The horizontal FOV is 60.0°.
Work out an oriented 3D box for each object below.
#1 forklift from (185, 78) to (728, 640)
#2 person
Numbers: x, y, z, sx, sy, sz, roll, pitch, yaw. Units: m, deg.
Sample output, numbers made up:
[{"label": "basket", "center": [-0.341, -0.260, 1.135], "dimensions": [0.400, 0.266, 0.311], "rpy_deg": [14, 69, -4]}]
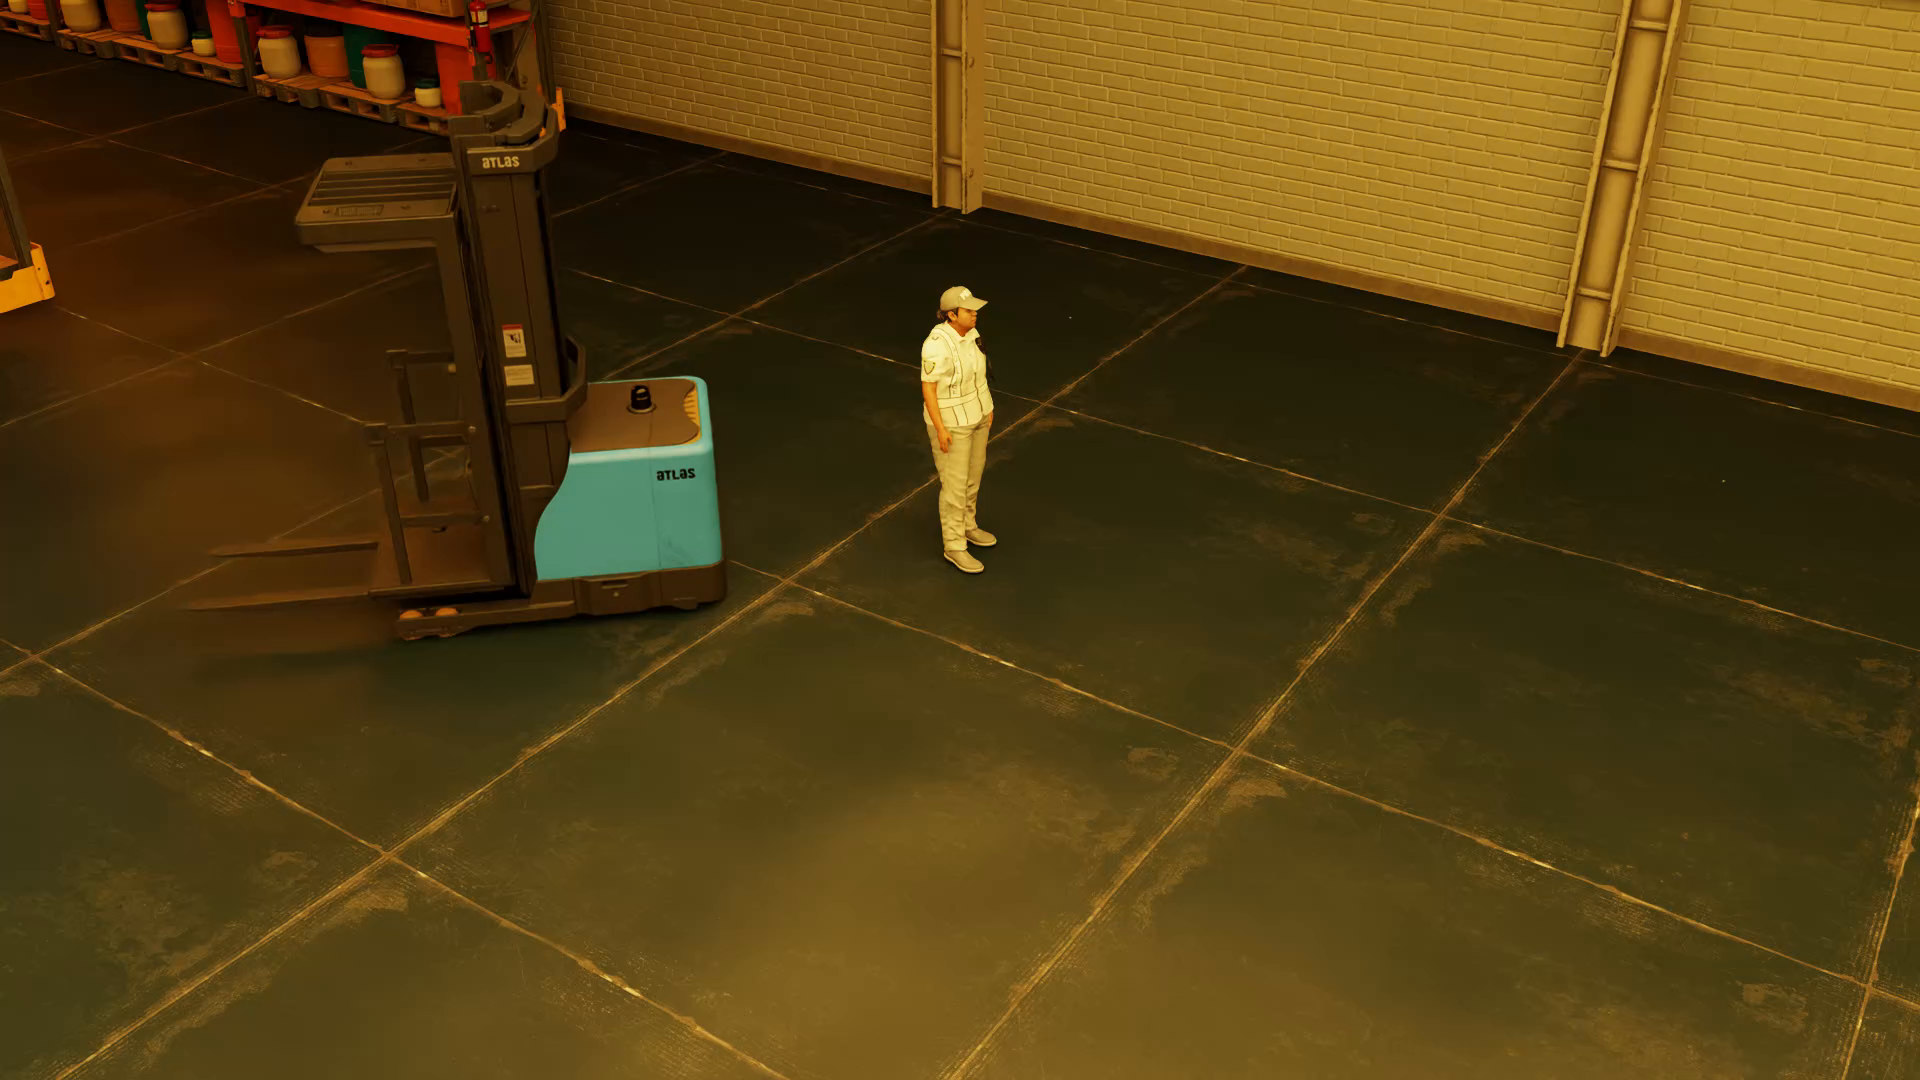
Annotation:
[{"label": "forklift", "center": [-2.941, -0.981, 9.270], "dimensions": [3.031, 2.935, 1.130], "rpy_deg": [-5, 31, -9]}, {"label": "person", "center": [0.051, -0.696, 10.024], "dimensions": [0.529, 1.670, 0.597], "rpy_deg": [19, 35, 29]}]
